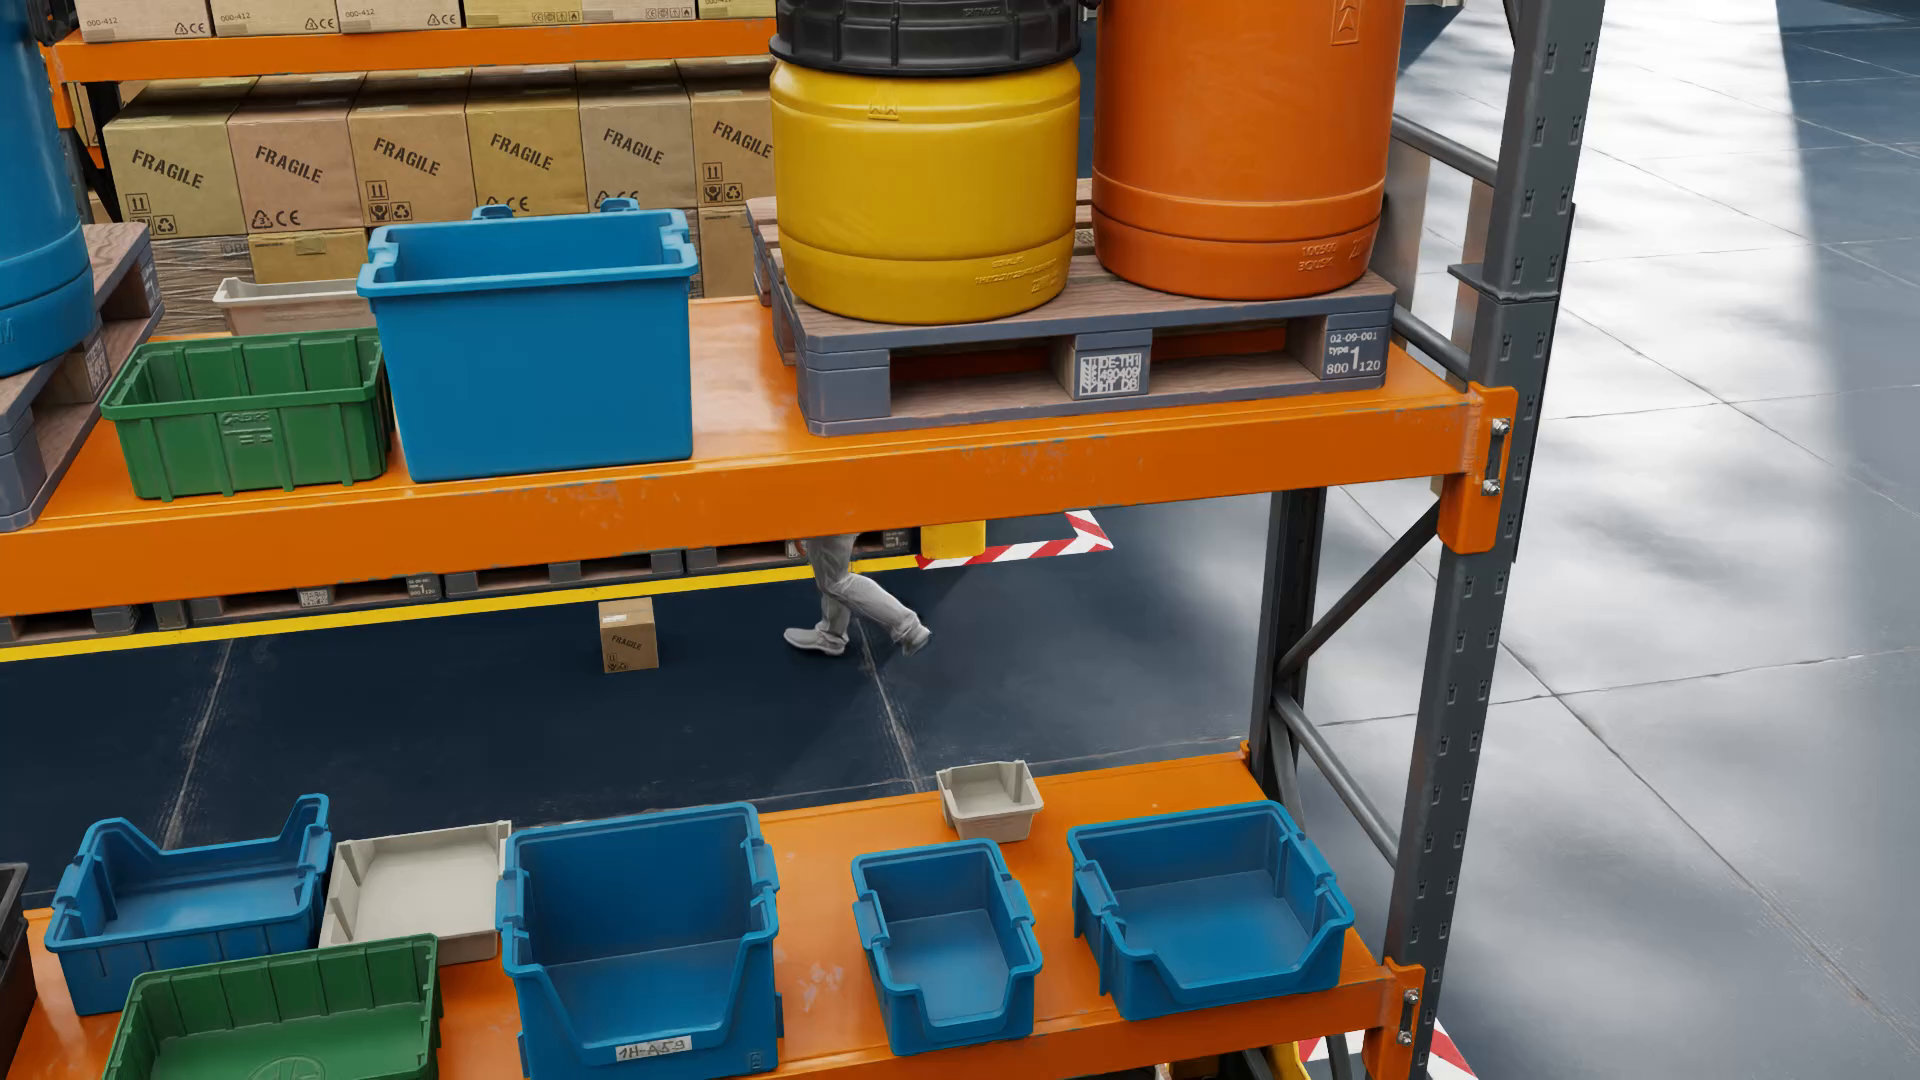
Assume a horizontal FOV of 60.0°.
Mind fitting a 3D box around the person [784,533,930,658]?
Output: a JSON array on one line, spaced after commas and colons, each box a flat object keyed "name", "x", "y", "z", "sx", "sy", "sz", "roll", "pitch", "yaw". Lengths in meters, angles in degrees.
[{"name": "person", "x": -0.502, "y": -0.185, "z": 7.458, "sx": 0.805, "sy": 1.747, "sz": 0.642, "roll": 14, "pitch": 30, "yaw": 27}]
